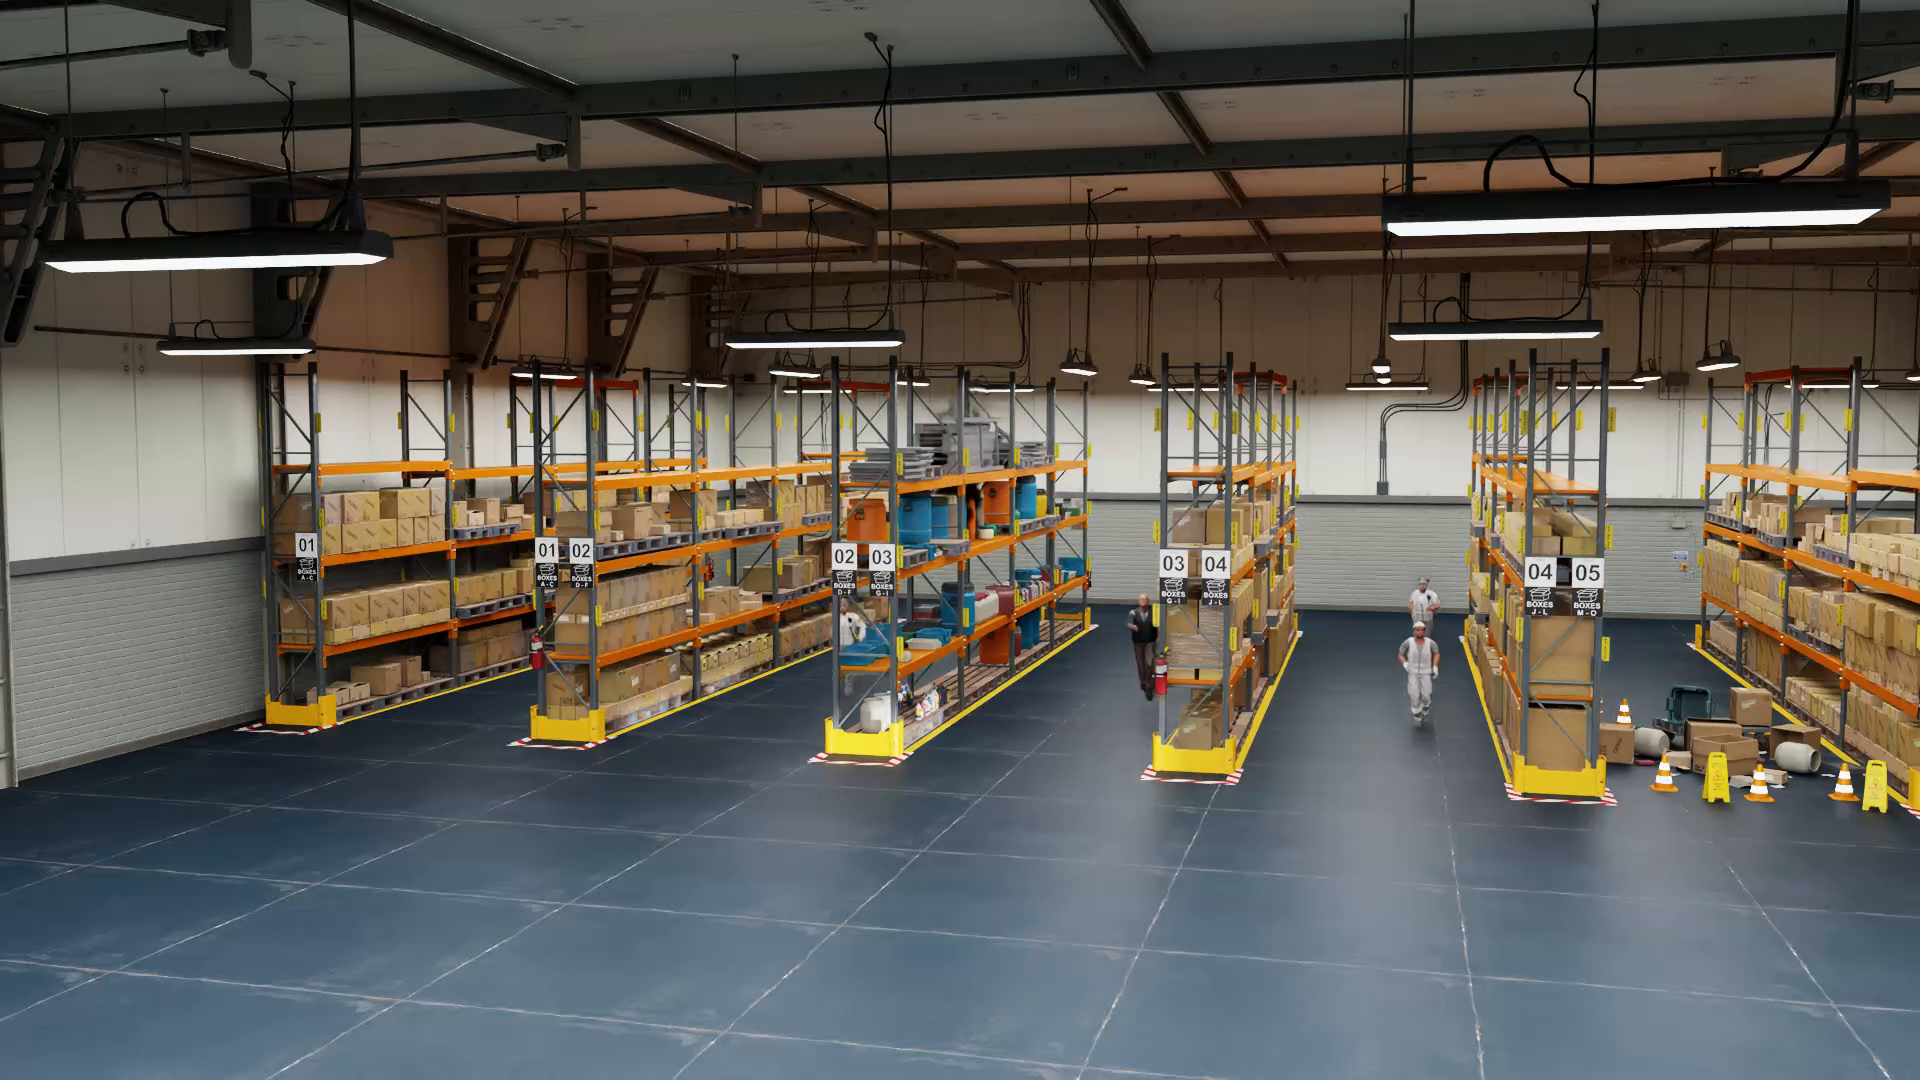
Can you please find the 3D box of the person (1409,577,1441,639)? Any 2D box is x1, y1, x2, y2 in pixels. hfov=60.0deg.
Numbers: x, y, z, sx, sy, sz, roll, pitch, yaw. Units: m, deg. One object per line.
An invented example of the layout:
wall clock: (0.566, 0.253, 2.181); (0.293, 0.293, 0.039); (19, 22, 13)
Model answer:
person: (9.712, 1.672, 34.781); (0.646, 1.805, 0.914); (1, 4, 17)

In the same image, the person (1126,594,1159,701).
person: (3.202, 1.857, 28.894); (0.635, 1.834, 0.726); (1, 4, 13)

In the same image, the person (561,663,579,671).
person: (-6.955, 2.083, 29.930); (0.583, 1.664, 0.593); (1, 4, 13)

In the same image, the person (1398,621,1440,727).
person: (7.519, 2.207, 27.263); (0.661, 1.746, 0.572); (1, 4, 15)

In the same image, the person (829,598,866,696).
person: (-1.987, 1.855, 28.891); (0.578, 1.725, 0.719); (1, 4, 16)
